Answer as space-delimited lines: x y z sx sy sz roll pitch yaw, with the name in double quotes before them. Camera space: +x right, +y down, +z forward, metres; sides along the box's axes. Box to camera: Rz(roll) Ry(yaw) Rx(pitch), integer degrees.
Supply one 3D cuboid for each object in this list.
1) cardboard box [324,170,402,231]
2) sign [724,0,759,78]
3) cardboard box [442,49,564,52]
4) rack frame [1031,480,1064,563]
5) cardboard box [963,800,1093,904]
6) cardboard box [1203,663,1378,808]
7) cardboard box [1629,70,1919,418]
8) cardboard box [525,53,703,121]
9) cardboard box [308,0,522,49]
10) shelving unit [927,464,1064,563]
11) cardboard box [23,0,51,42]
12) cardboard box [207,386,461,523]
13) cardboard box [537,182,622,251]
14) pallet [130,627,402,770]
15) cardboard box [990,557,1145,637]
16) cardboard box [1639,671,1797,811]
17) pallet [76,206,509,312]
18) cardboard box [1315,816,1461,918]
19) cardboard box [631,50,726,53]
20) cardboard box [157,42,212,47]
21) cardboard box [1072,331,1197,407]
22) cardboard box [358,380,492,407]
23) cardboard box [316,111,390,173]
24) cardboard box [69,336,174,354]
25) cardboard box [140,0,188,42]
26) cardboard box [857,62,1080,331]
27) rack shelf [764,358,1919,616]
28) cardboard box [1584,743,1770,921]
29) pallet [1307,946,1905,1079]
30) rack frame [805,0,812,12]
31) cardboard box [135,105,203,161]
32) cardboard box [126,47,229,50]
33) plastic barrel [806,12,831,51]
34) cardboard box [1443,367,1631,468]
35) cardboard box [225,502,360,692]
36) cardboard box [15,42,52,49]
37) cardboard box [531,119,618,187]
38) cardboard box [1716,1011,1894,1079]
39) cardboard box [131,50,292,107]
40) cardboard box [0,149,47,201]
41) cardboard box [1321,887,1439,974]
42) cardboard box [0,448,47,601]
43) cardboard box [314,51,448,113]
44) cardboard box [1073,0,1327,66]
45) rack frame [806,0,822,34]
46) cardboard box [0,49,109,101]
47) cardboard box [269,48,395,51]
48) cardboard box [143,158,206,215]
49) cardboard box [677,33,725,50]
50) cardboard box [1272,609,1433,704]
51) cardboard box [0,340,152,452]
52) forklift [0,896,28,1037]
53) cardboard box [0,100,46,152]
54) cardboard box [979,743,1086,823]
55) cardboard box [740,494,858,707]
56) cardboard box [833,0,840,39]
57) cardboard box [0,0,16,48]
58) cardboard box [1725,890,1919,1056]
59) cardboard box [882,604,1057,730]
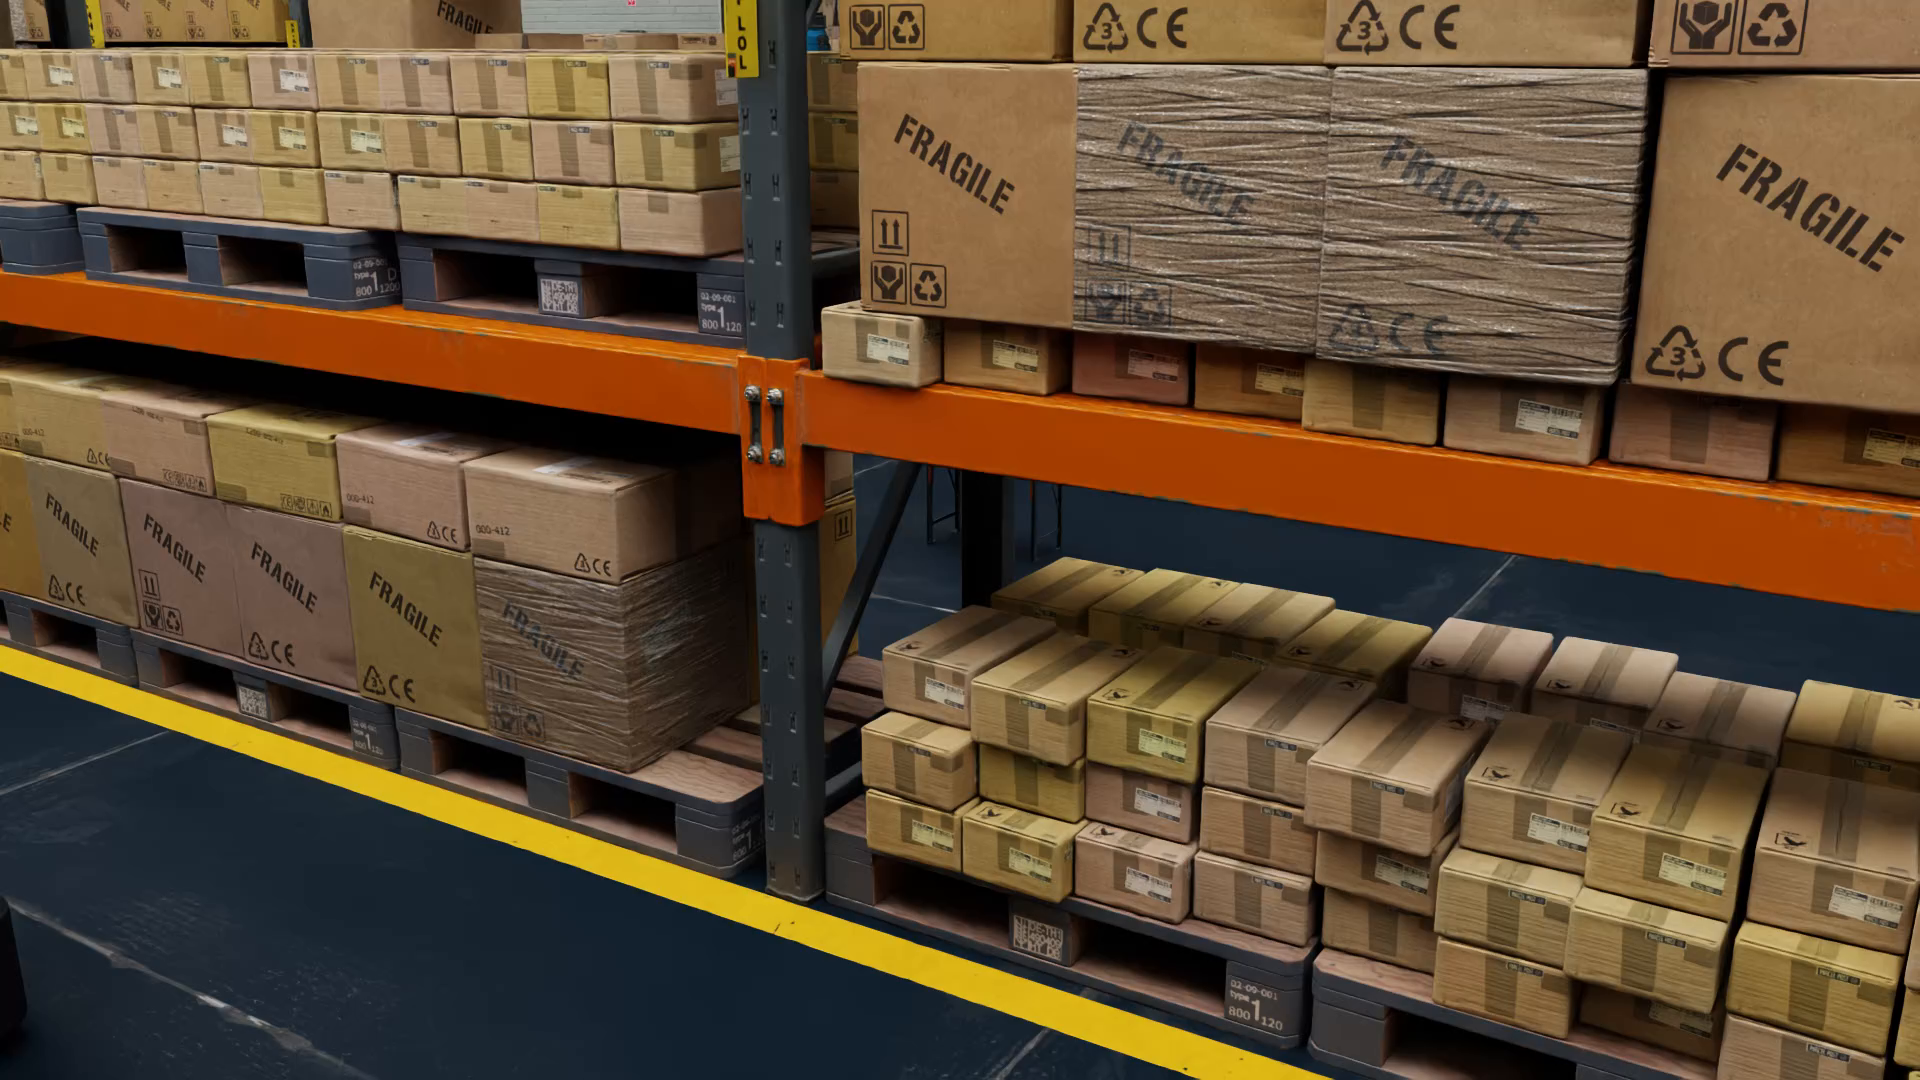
"cardboard box" -1.487 -0.938 4.519 0.250 0.149 0.380 9 19 28
"sign" -0.446 -1.105 3.367 0.005 0.325 0.100 10 20 30
"cardboard box" -1.355 -1.425 5.098 0.250 0.149 0.380 11 20 32
"rack frame" 0.349 -0.512 6.502 0.015 1.200 0.240 10 20 30
"cardboard box" 0.211 0.649 3.766 0.250 0.149 0.380 11 20 32
"cardboard box" 0.706 0.410 3.531 0.250 0.149 0.380 10 19 29
"cardboard box" 1.440 -0.509 2.711 0.500 0.500 0.500 11 20 33
"cardboard box" -0.832 -1.108 4.055 0.250 0.149 0.380 9 19 28
"cardboard box" -3.690 -3.452 11.329 1.000 1.000 1.000 10 20 30
"shelving unit" 0.141 -0.549 6.624 0.503 1.200 0.258 10 20 30
"cardboard box" -6.953 -4.167 13.036 0.500 0.500 0.500 10 20 30
"cardboard box" -1.814 -0.262 4.872 0.500 0.250 0.500 9 19 28
"cardboard box" -0.822 -0.821 4.132 0.250 0.149 0.380 10 20 30
"pallet" -1.866 0.341 5.394 1.213 0.211 1.003 10 20 30
"cardboard box" 0.281 0.179 4.291 0.250 0.149 0.380 11 20 32
"cardboard box" 1.586 0.424 3.484 0.250 0.149 0.380 10 20 30
"pallet" -1.858 -0.915 5.063 1.213 0.211 1.003 10 20 30
"cardboard box" 0.923 0.600 3.417 0.250 0.149 0.380 11 20 33
"cardboard box" -0.711 -1.309 4.716 0.250 0.149 0.380 10 20 31
"cardboard box" -5.531 -3.529 12.655 0.500 0.500 0.875 10 20 30
"cardboard box" 0.426 -0.397 3.458 0.250 0.149 0.380 9 19 28
"cardboard box" -1.537 -0.390 5.292 0.500 0.250 0.500 11 20 32
"cardboard box" -1.492 -1.083 4.483 0.250 0.149 0.380 9 19 27
"cardboard box" -2.847 -0.622 6.058 0.500 0.250 0.500 10 19 29
"cardboard box" -5.673 -3.940 12.288 0.500 0.500 0.500 10 20 30
"cardboard box" 0.132 -0.742 3.479 0.500 0.500 0.500 10 19 29
"rack shelf" 1.546 -0.041 3.093 4.000 0.370 1.077 10 20 30
"cardboard box" 1.345 0.537 3.112 0.250 0.149 0.380 10 20 30
"pallet" 1.476 0.924 3.478 1.213 0.211 1.003 10 20 30
"rack frame" -1.701 -4.346 16.028 0.127 3.000 1.000 10 20 30
"cardboard box" -2.162 -1.202 4.876 0.250 0.149 0.380 10 20 30
"cardboard box" -2.696 -1.663 5.883 0.250 0.149 0.380 10 19 29
"plastic barrel" -1.531 -4.452 15.514 0.708 0.901 0.600 10 20 30
"cardboard box" 1.060 -0.257 2.998 0.250 0.149 0.380 11 20 32
"cardboard box" -1.792 0.098 4.975 0.500 0.500 0.500 10 19 29
"cardboard box" -7.247 -3.827 13.637 0.500 0.500 0.875 10 20 30
"cardboard box" -0.826 -0.964 4.091 0.250 0.149 0.380 10 20 30
"cardboard box" 1.551 0.874 3.025 0.250 0.149 0.380 11 20 31
"cardboard box" -2.153 -1.345 4.836 0.250 0.149 0.380 11 20 32
"cardboard box" -2.832 -1.179 5.311 0.250 0.149 0.380 11 20 33
"cardboard box" 0.940 0.733 3.491 0.250 0.149 0.380 9 19 28
"cardboard box" -3.097 -0.132 5.733 0.500 0.500 0.500 9 19 28
"cardboard box" -1.482 -1.226 4.443 0.250 0.149 0.380 9 19 28
"cardboard box" 0.548 -1.154 3.115 0.500 0.500 0.500 9 19 28
"rack frame" -0.885 -2.511 9.986 0.127 3.000 1.000 10 20 30
"cardboard box" -2.837 -1.466 5.234 0.250 0.149 0.380 10 20 30
"cardboard box" -2.041 -1.546 5.495 0.250 0.149 0.380 10 20 30
"cardboard box" -2.160 -1.059 4.918 0.250 0.149 0.380 10 20 31
"cardboard box" -1.366 -2.832 10.149 0.500 0.500 0.500 8 18 23
"cardboard box" 0.916 0.303 3.883 0.250 0.149 0.380 11 20 32
"cardboard box" -3.106 -0.497 5.644 0.500 0.250 0.500 9 19 28
"forklift" -3.171 -0.083 2.111 1.130 2.935 3.031 11 20 33
"cardboard box" -2.799 -1.317 5.254 0.250 0.149 0.380 9 19 28
"cardboard box" 0.246 0.482 3.804 0.250 0.149 0.380 10 20 30
"cardboard box" -0.649 0.128 4.879 0.500 0.500 0.500 11 20 32
"cardboard box" -1.197 -6.612 21.083 0.500 0.500 0.700 10 20 30
"cardboard box" -3.944 -1.895 6.066 0.500 0.500 0.700 10 20 30
"cardboard box" 1.551 0.732 2.980 0.250 0.149 0.380 11 20 33
"cardboard box" 0.027 0.293 3.915 0.250 0.149 0.380 11 20 32
